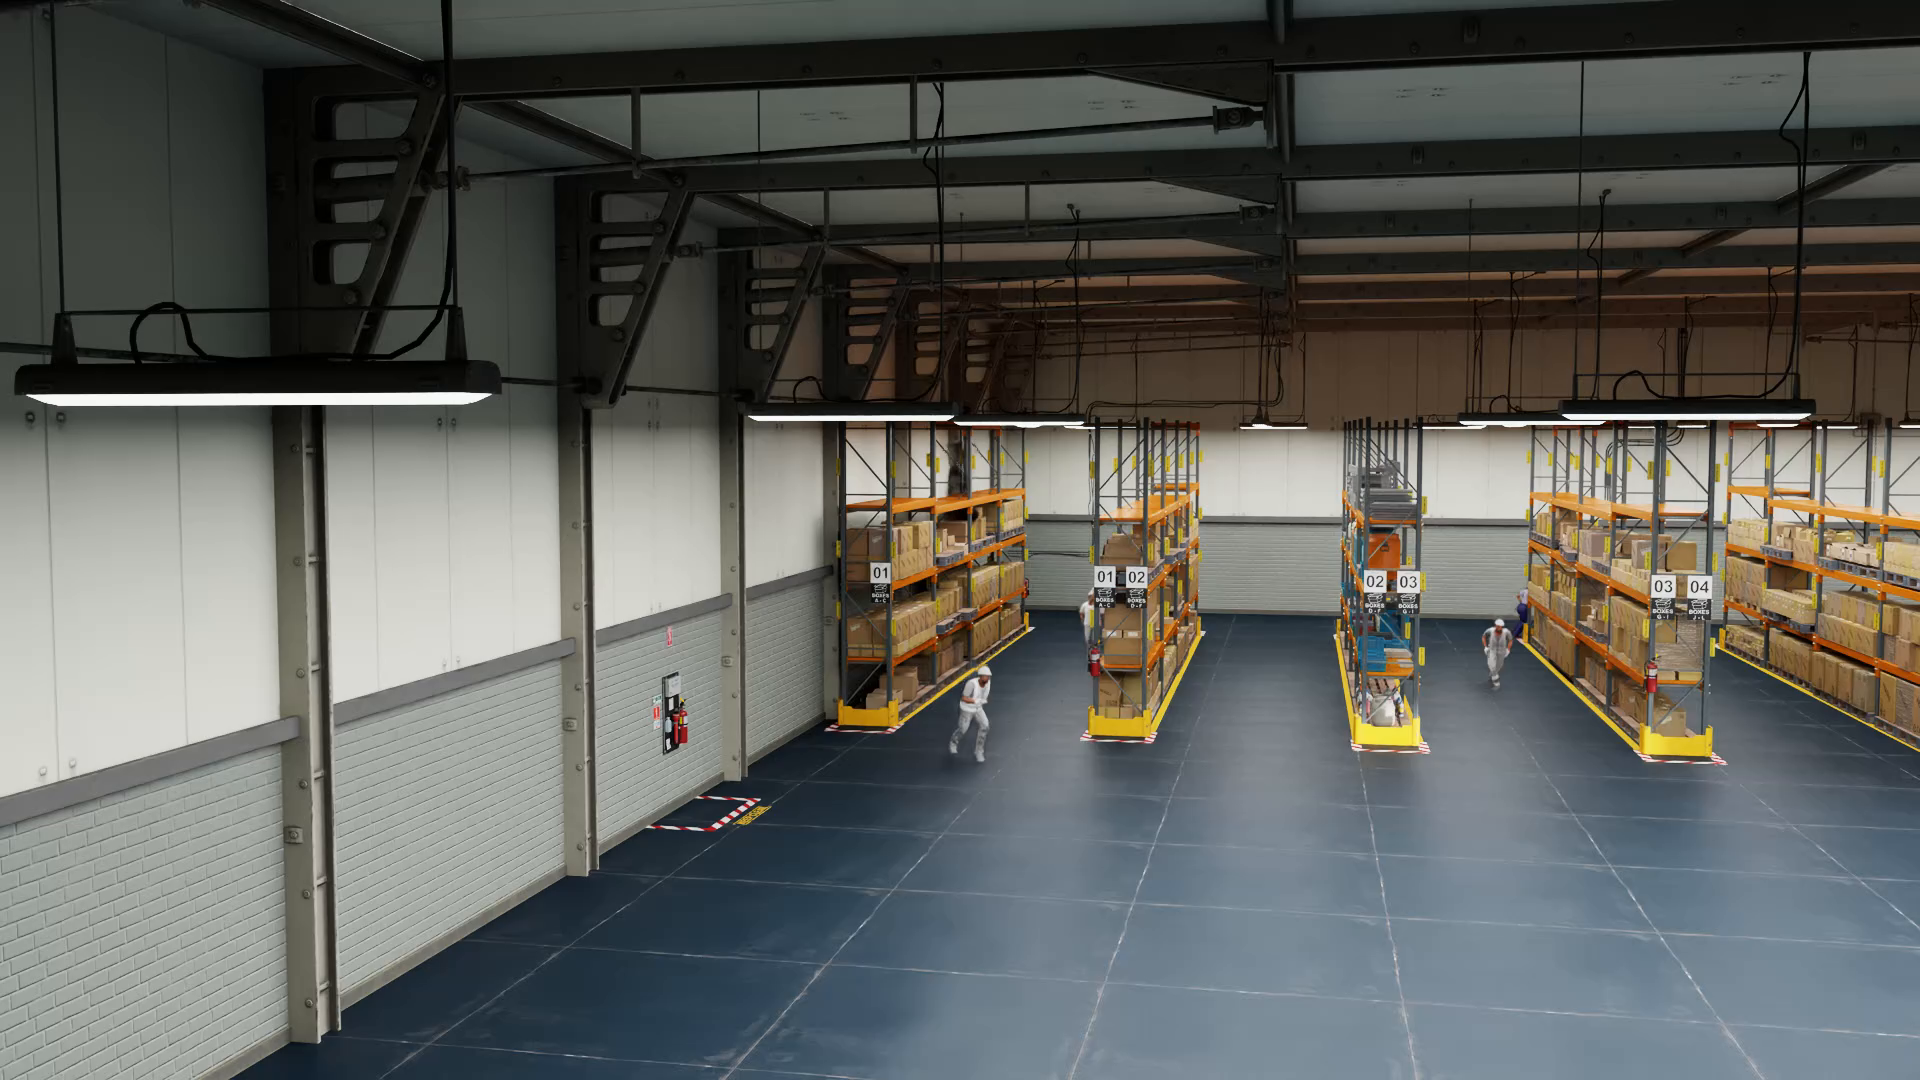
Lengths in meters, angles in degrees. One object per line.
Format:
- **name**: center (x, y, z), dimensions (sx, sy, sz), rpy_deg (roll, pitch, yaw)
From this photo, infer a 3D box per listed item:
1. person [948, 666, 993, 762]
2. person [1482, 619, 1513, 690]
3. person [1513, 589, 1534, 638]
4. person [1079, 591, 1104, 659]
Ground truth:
- **person**: center (0.195, 3.028, 29.077), dimensions (0.729, 1.719, 1.019), rpy_deg (-4, 5, -44)
- **person**: center (11.979, 2.491, 37.101), dimensions (0.663, 1.540, 1.039), rpy_deg (1, 4, 12)
- **person**: center (15.746, 1.953, 46.319), dimensions (0.622, 1.557, 0.675), rpy_deg (-1, 4, -9)
- **person**: center (3.322, 2.150, 41.937), dimensions (0.702, 1.726, 0.549), rpy_deg (1, 4, 17)
